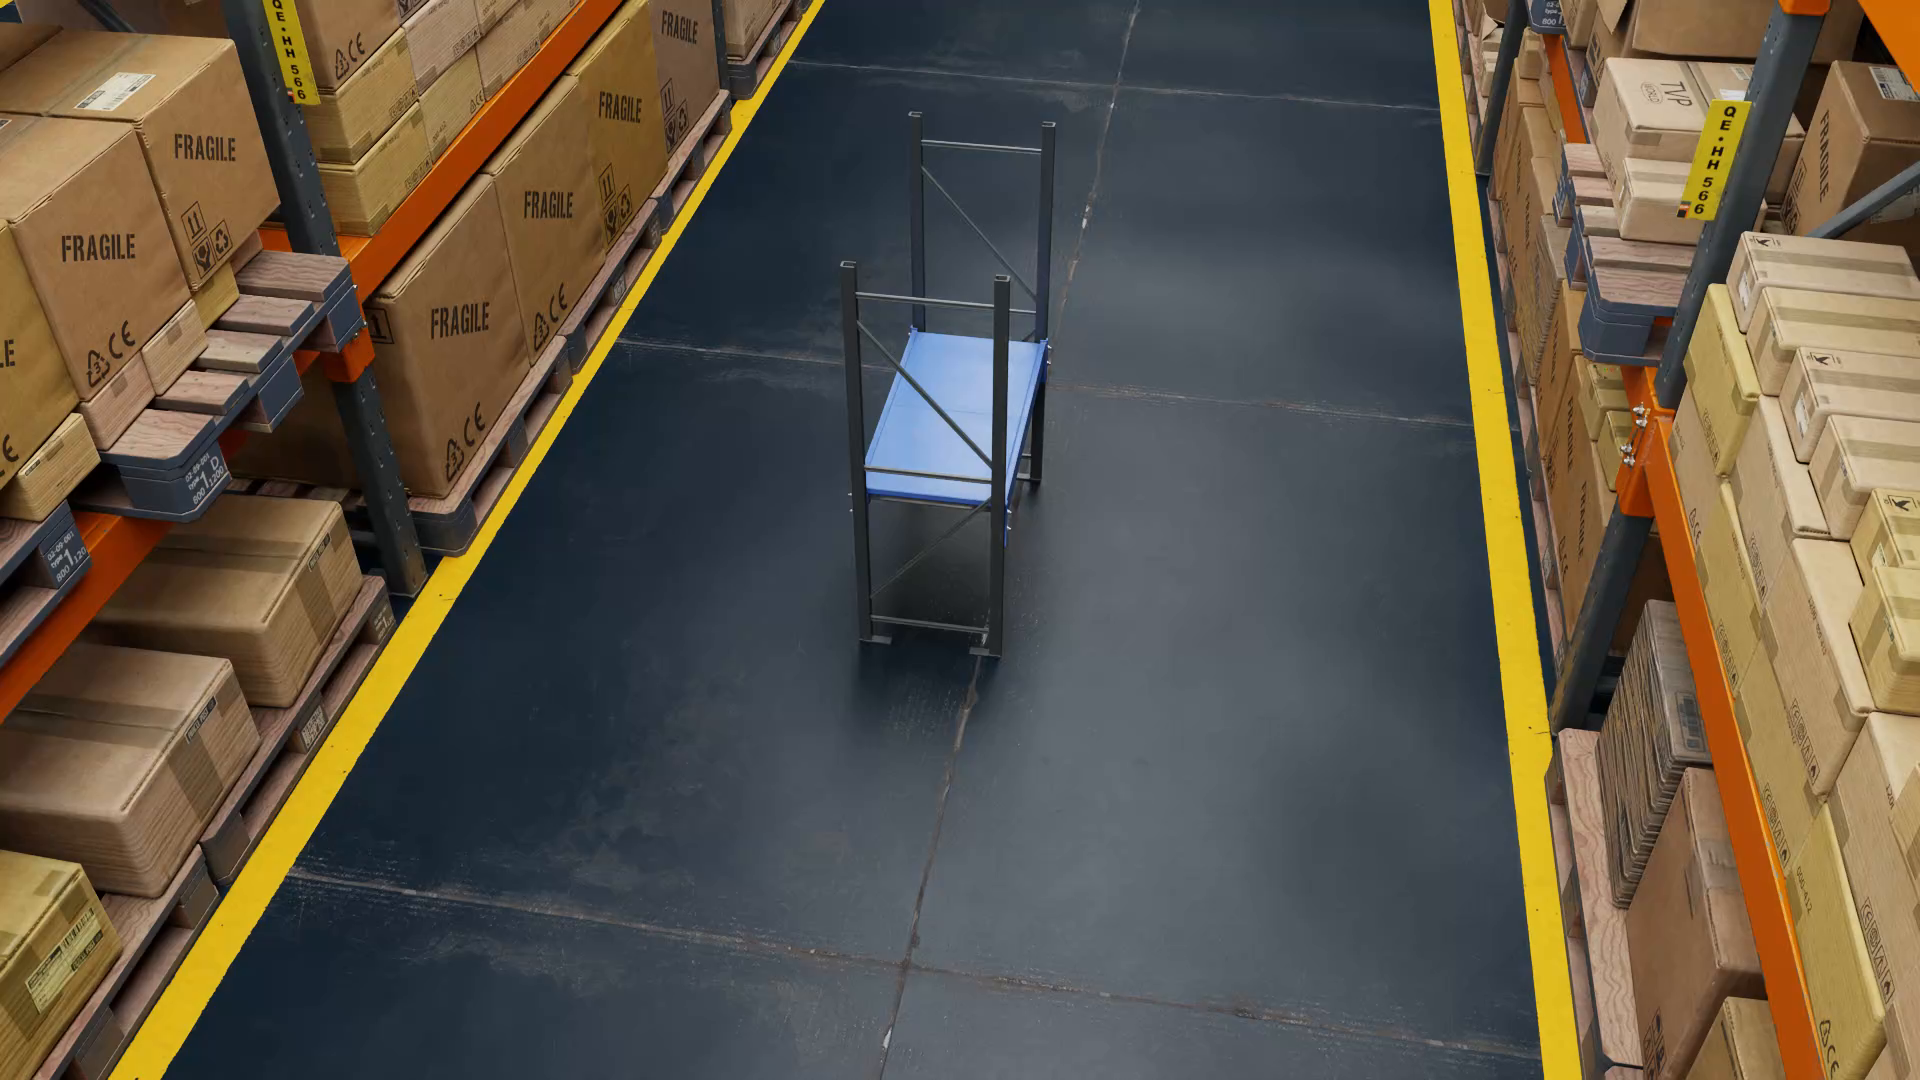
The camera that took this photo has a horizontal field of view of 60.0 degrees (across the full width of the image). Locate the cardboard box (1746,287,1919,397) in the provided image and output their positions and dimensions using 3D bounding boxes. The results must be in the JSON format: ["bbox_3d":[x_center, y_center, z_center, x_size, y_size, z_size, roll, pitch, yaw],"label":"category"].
[{"bbox_3d":[2.055,-0.442,3.843,0.380,0.149,0.250,7,40,9],"label":"cardboard box"}]

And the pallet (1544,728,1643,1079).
[{"bbox_3d":[2.264,1.099,4.756,1.003,0.211,1.213,6,40,8],"label":"pallet"}]

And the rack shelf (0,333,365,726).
[{"bbox_3d":[-2.790,0.499,3.857,1.077,0.370,4.000,6,40,8],"label":"rack shelf"}]

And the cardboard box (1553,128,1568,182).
[{"bbox_3d":[2.694,-1.581,6.931,0.380,0.149,0.250,6,40,8],"label":"cardboard box"}]

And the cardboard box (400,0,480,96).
[{"bbox_3d":[-2.023,-1.783,5.778,0.500,0.250,0.500,7,40,9],"label":"cardboard box"}]

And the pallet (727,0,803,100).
[{"bbox_3d":[-1.544,-2.938,9.638,1.003,0.211,1.213,6,40,8],"label":"pallet"}]

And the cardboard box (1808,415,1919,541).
[{"bbox_3d":[2.003,-0.112,3.444,0.380,0.149,0.250,7,40,8],"label":"cardboard box"}]

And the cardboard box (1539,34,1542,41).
[{"bbox_3d":[2.873,-2.360,7.639,0.380,0.149,0.250,6,40,7],"label":"cardboard box"}]

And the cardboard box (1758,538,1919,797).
[{"bbox_3d":[1.932,0.269,3.296,0.500,0.250,0.500,5,40,7],"label":"cardboard box"}]

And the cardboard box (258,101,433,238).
[{"bbox_3d":[-2.112,-1.255,5.532,0.500,0.250,0.500,6,40,7],"label":"cardboard box"}]

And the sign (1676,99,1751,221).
[{"bbox_3d":[1.909,-0.958,4.208,0.100,0.325,0.005,6,40,8],"label":"sign"}]

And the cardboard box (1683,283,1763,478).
[{"bbox_3d":[2.103,-0.375,4.074,0.500,0.250,0.500,6,40,8],"label":"cardboard box"}]

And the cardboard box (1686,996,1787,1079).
[{"bbox_3d":[2.102,1.488,3.630,0.875,0.625,0.625,5,40,6],"label":"cardboard box"}]

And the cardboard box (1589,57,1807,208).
[{"bbox_3d":[2.309,-1.290,5.245,0.500,0.250,0.500,5,40,6],"label":"cardboard box"}]

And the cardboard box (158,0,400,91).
[{"bbox_3d":[-2.118,-1.740,5.137,0.500,0.500,0.500,5,40,6],"label":"cardboard box"}]

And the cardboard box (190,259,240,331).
[{"bbox_3d":[-2.244,-0.691,4.599,0.380,0.149,0.250,7,40,8],"label":"cardboard box"}]

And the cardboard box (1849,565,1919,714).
[{"bbox_3d":[1.887,0.202,3.065,0.380,0.149,0.250,7,40,9],"label":"cardboard box"}]

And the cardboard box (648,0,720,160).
[{"bbox_3d":[-1.781,-2.489,8.244,0.875,0.875,0.875,8,40,9],"label":"cardboard box"}]

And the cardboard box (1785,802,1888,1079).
[{"bbox_3d":[1.862,0.785,3.064,0.500,0.250,0.500,8,40,9],"label":"cardboard box"}]

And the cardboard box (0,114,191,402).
[{"bbox_3d":[-2.328,-0.707,4.110,0.500,0.500,0.500,6,40,7],"label":"cardboard box"}]

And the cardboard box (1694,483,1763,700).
[{"bbox_3d":[2.036,0.136,3.849,0.500,0.250,0.500,6,40,7],"label":"cardboard box"}]

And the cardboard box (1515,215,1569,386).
[{"bbox_3d":[2.563,-0.946,6.672,0.500,0.500,0.500,5,40,6],"label":"cardboard box"}]

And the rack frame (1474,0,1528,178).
[{"bbox_3d":[3.137,-2.999,7.523,1.000,3.000,0.127,6,40,8],"label":"rack frame"}]

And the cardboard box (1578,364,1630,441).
[{"bbox_3d":[2.298,-0.450,5.563,0.380,0.149,0.250,4,40,5],"label":"cardboard box"}]

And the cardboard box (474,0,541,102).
[{"bbox_3d":[-1.944,-1.908,6.321,0.500,0.250,0.500,8,40,9],"label":"cardboard box"}]

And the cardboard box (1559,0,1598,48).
[{"bbox_3d":[2.608,-2.103,6.031,0.700,0.500,0.500,6,40,7],"label":"cardboard box"}]

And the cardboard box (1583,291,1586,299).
[{"bbox_3d":[2.520,-0.927,6.141,0.380,0.149,0.250,6,40,7],"label":"cardboard box"}]

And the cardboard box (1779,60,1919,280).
[{"bbox_3d":[2.688,-0.995,4.691,0.500,0.500,0.500,8,40,10],"label":"cardboard box"}]

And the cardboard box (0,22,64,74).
[{"bbox_3d":[-2.750,-1.092,4.575,0.500,0.500,0.500,5,40,6],"label":"cardboard box"}]

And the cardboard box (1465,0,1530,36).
[{"bbox_3d":[3.264,-3.151,9.339,0.700,0.500,0.500,5,40,6],"label":"cardboard box"}]

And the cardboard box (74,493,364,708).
[{"bbox_3d":[-2.552,0.171,5.422,0.950,0.372,0.625,4,40,5],"label":"cardboard box"}]

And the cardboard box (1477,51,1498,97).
[{"bbox_3d":[2.944,-2.444,8.760,0.380,0.149,0.250,5,40,6],"label":"cardboard box"}]

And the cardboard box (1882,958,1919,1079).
[{"bbox_3d":[1.762,0.907,2.525,0.500,0.250,0.500,7,40,9],"label":"cardboard box"}]

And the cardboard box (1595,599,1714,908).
[{"bbox_3d":[2.324,0.655,4.638,0.875,0.625,0.625,8,40,9],"label":"cardboard box"}]

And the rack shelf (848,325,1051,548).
[{"bbox_3d":[-0.015,-0.386,5.822,0.538,0.185,1.000,6,40,8],"label":"rack shelf"}]

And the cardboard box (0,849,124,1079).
[{"bbox_3d":[-2.809,1.110,4.286,0.950,0.372,0.625,8,40,9],"label":"cardboard box"}]

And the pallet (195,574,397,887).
[{"bbox_3d":[-2.581,0.531,5.442,1.003,0.211,1.213,6,40,8],"label":"pallet"}]

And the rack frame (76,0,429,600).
[{"bbox_3d":[-2.444,-1.034,5.146,1.000,3.000,0.127,6,40,8],"label":"rack frame"}]

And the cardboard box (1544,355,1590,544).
[{"bbox_3d":[2.403,-0.289,5.878,0.500,0.500,0.500,6,40,7],"label":"cardboard box"}]

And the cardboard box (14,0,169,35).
[{"bbox_3d":[-2.613,-1.811,5.223,0.500,0.500,0.500,5,40,6],"label":"cardboard box"}]

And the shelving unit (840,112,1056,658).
[{"bbox_3d":[-0.015,-0.524,5.707,0.538,1.500,1.048,6,40,8],"label":"shelving unit"}]

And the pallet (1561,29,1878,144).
[{"bbox_3d":[2.777,-1.636,6.025,1.003,0.211,1.213,6,40,8],"label":"pallet"}]

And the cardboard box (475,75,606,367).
[{"bbox_3d":[-2.085,-1.360,6.879,0.875,0.875,0.875,7,40,8],"label":"cardboard box"}]

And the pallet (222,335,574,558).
[{"bbox_3d":[-2.234,-0.445,6.623,1.003,0.211,1.213,6,40,8],"label":"pallet"}]

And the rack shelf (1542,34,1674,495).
[{"bbox_3d":[2.791,-1.466,6.234,1.077,0.370,4.000,6,40,8],"label":"rack shelf"}]

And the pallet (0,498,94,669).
[{"bbox_3d":[-2.747,0.287,3.699,1.003,0.211,1.213,6,40,8],"label":"pallet"}]

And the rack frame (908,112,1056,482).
[{"bbox_3d":[0.073,-0.844,6.093,0.500,1.500,0.032,6,40,8],"label":"rack frame"}]

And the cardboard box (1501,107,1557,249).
[{"bbox_3d":[2.749,-1.583,7.443,0.500,0.500,0.500,6,40,7],"label":"cardboard box"}]

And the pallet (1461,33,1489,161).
[{"bbox_3d":[3.257,-2.355,8.933,1.003,0.211,1.213,6,40,8],"label":"pallet"}]

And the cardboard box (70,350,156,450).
[{"bbox_3d":[-2.295,-0.370,4.212,0.380,0.149,0.250,5,40,6],"label":"cardboard box"}]

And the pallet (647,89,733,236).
[{"bbox_3d":[-1.811,-1.977,8.475,1.003,0.211,1.213,6,40,8],"label":"pallet"}]

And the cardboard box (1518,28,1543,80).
[{"bbox_3d":[2.813,-2.252,7.742,0.380,0.149,0.250,8,40,10],"label":"cardboard box"}]

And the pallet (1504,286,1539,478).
[{"bbox_3d":[2.825,-0.642,6.860,1.003,0.211,1.213,6,40,8],"label":"pallet"}]

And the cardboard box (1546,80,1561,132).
[{"bbox_3d":[2.808,-1.907,7.325,0.380,0.149,0.250,4,40,5],"label":"cardboard box"}]
